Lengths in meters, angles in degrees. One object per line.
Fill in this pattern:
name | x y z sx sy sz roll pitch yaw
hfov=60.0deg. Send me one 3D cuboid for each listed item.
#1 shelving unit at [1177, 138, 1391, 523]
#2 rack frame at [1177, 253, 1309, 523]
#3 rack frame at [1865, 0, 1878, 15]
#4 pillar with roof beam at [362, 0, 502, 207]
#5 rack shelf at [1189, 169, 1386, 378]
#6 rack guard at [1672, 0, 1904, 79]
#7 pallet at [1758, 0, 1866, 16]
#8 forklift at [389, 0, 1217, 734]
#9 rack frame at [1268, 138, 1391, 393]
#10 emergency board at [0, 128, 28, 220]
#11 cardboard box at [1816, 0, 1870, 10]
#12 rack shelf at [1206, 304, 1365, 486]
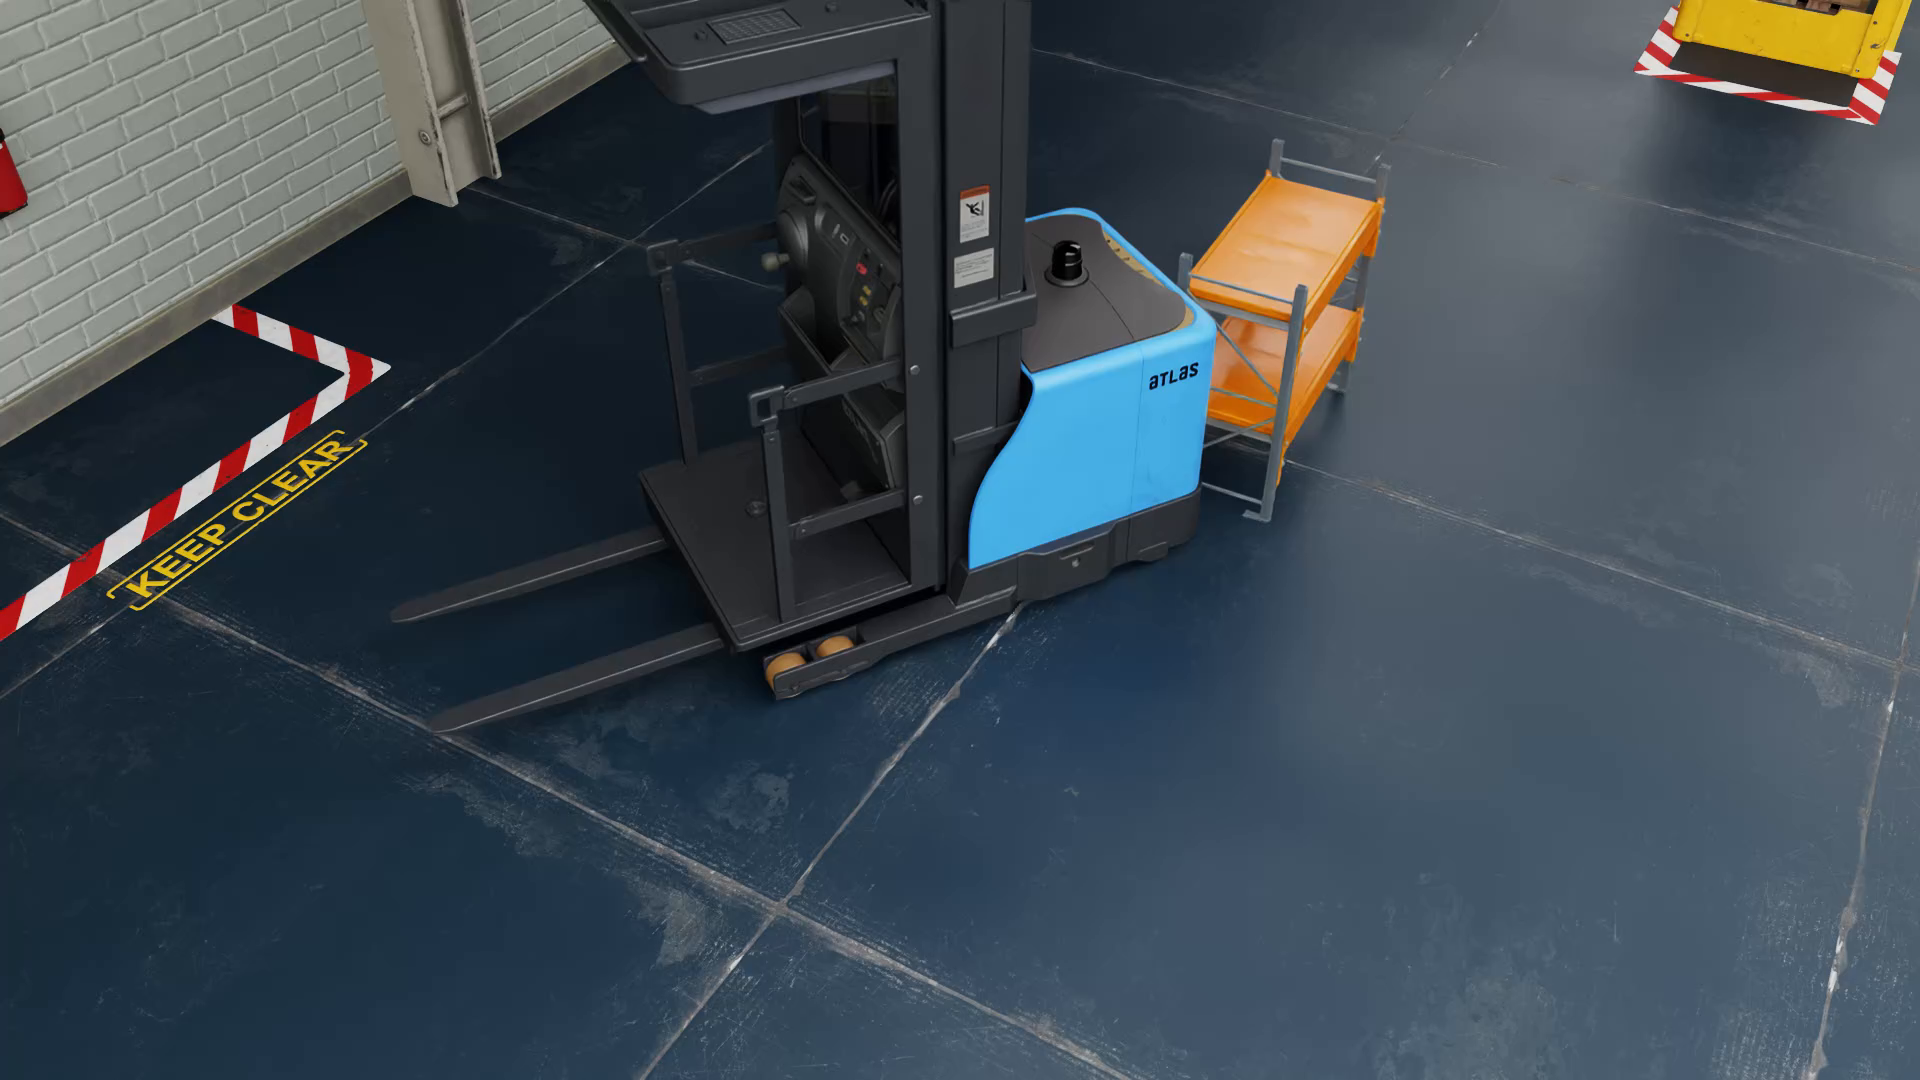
shelving unit | 1.292 -0.875 6.893 0.538 1.125 1.048 19 45 21
rack frame | 1.054 -0.578 6.555 0.500 1.125 0.032 19 45 21
rack frame | 4.988 -4.147 9.190 1.000 3.000 0.127 21 45 22
pillar with roof beam | 1.023 -3.865 4.330 9.100 9.000 0.400 21 45 22
rack shelf | 1.292 -1.095 6.699 0.538 0.278 1.000 19 45 21
rack guard | 4.976 -3.196 10.001 1.175 0.500 0.348 21 45 22
pallet | 5.334 -3.552 10.624 1.003 0.211 1.213 21 45 22
forklift | -0.599 -0.923 5.580 3.031 2.935 1.130 -19 45 -20
rack frame | 1.530 -1.172 7.230 0.500 1.125 0.032 19 45 21
emergency board | -3.974 -1.636 6.338 0.194 1.169 0.643 21 45 22
cardboard box | 5.449 -3.506 10.225 0.500 0.250 0.500 21 45 22
rack shelf | 1.292 -0.692 7.054 0.538 0.278 1.000 19 45 21
